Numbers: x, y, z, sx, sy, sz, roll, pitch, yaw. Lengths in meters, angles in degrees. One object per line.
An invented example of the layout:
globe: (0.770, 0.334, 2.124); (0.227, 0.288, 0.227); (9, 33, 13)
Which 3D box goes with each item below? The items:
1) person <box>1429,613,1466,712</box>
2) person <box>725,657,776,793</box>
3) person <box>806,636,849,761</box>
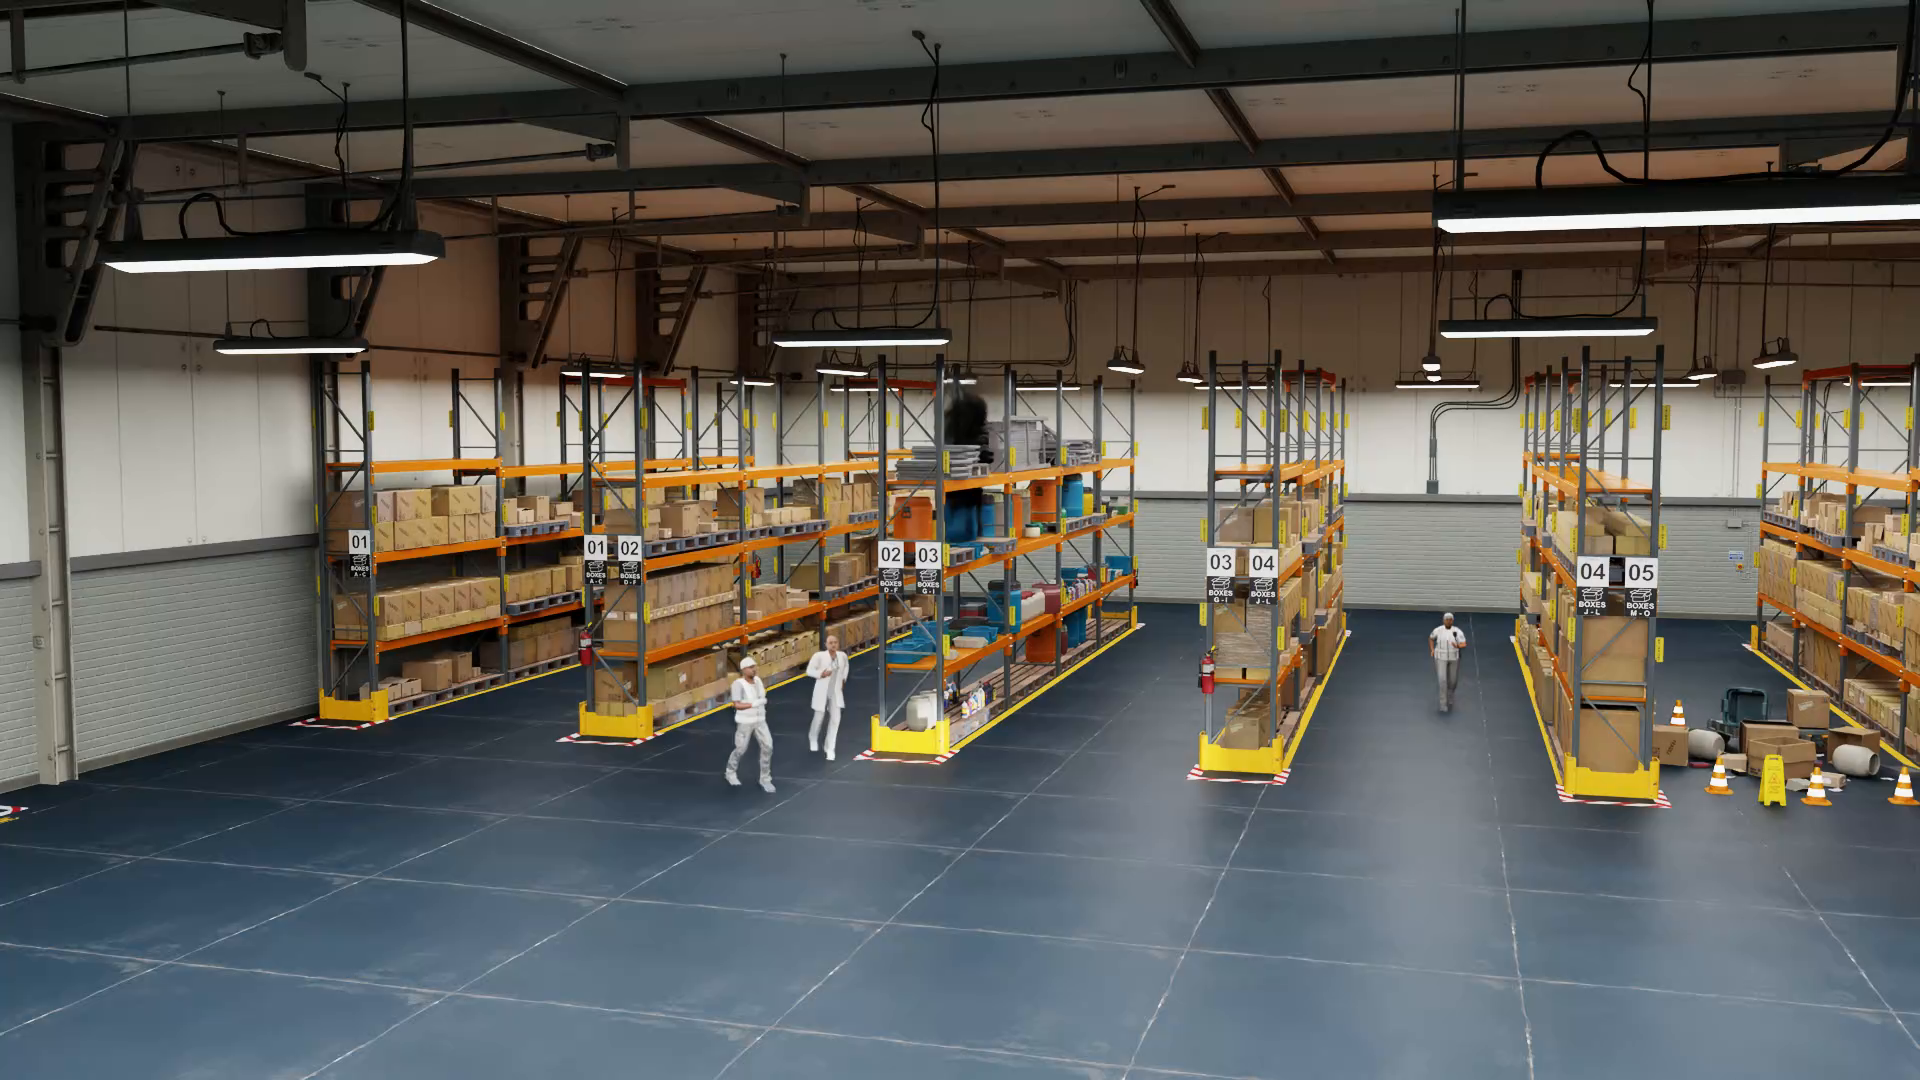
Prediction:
person: (8.468, 2.089, 28.885); (0.603, 1.662, 0.939); (1, 4, 10)
person: (-2.844, 2.505, 22.503); (0.794, 1.852, 0.668); (4, 5, 41)
person: (-1.967, 2.338, 24.921); (0.710, 1.834, 0.891); (-1, 4, -18)
